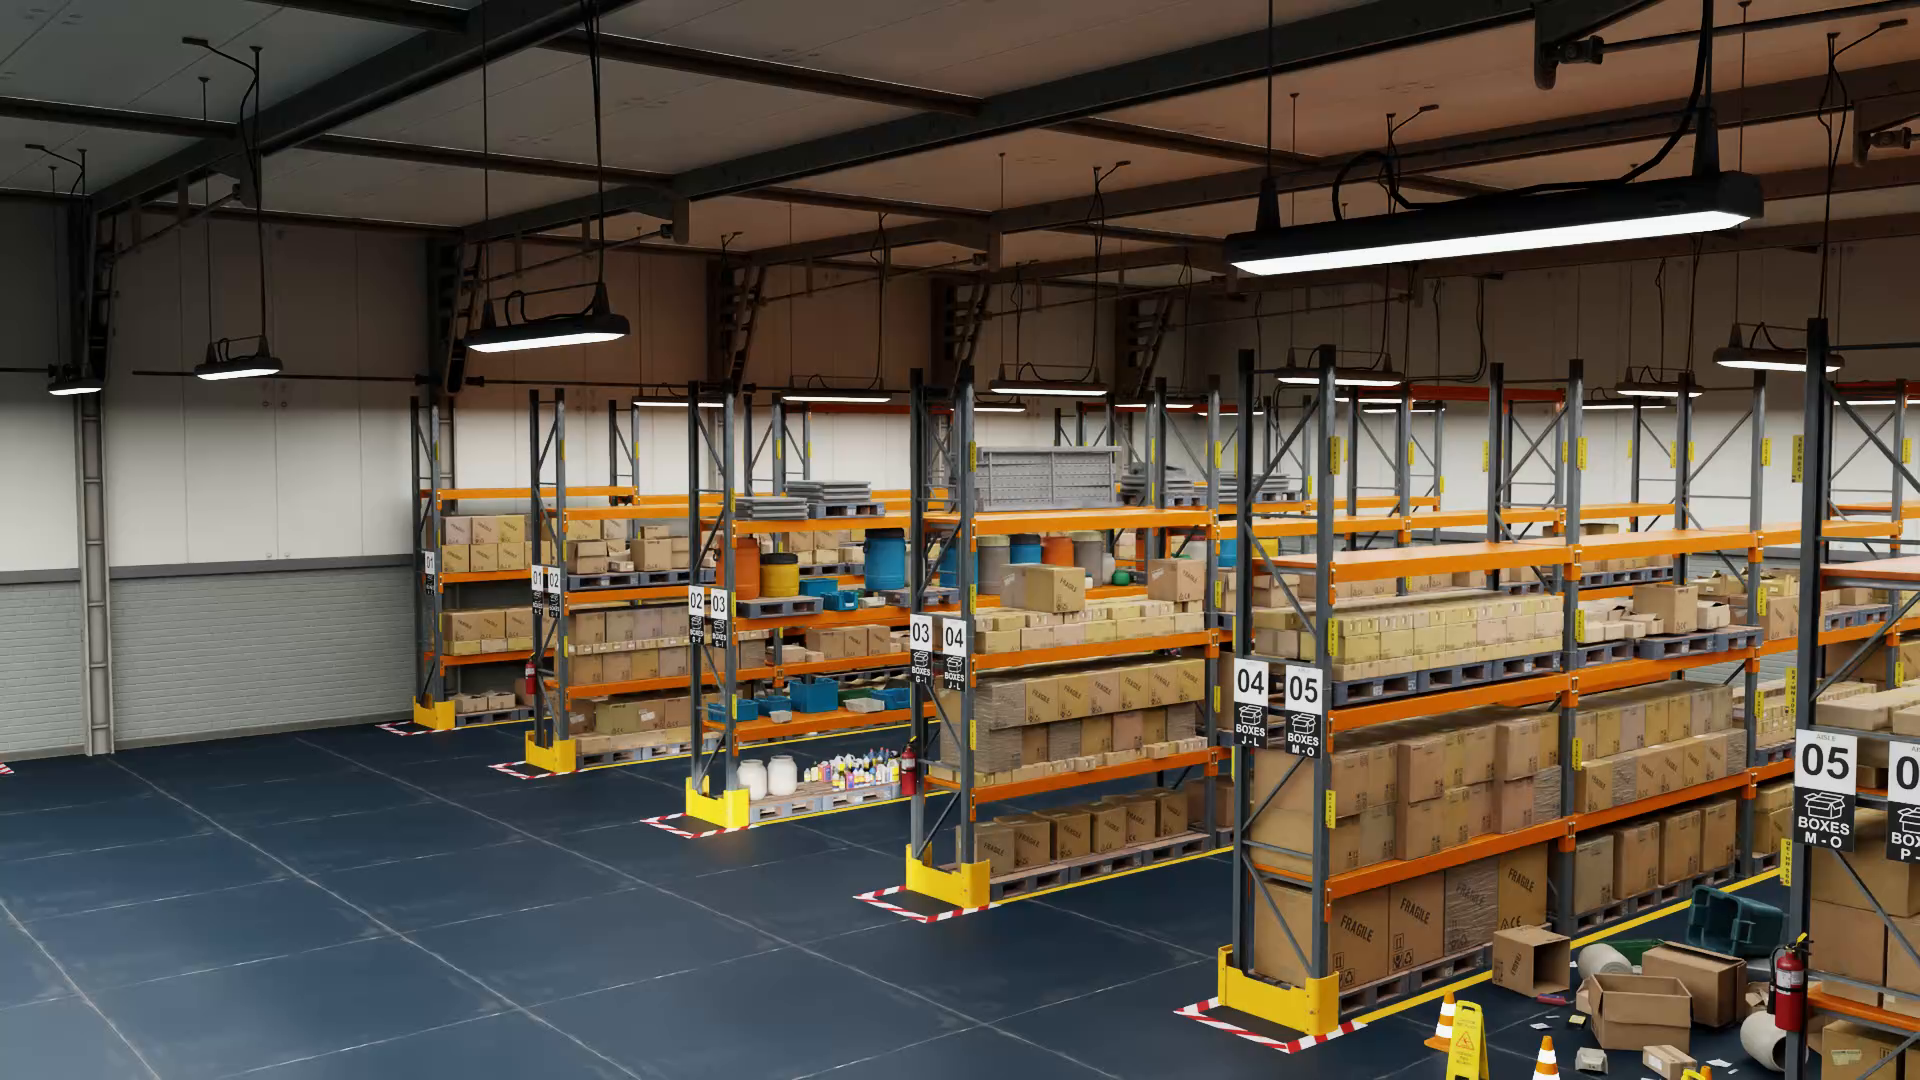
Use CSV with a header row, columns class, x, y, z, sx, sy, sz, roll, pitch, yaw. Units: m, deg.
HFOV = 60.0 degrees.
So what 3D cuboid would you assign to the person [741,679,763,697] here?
class,x,y,z,sx,sy,sz,roll,pitch,yaw
person,-3.884,2.508,30.730,0.456,1.656,0.494,1,4,16
